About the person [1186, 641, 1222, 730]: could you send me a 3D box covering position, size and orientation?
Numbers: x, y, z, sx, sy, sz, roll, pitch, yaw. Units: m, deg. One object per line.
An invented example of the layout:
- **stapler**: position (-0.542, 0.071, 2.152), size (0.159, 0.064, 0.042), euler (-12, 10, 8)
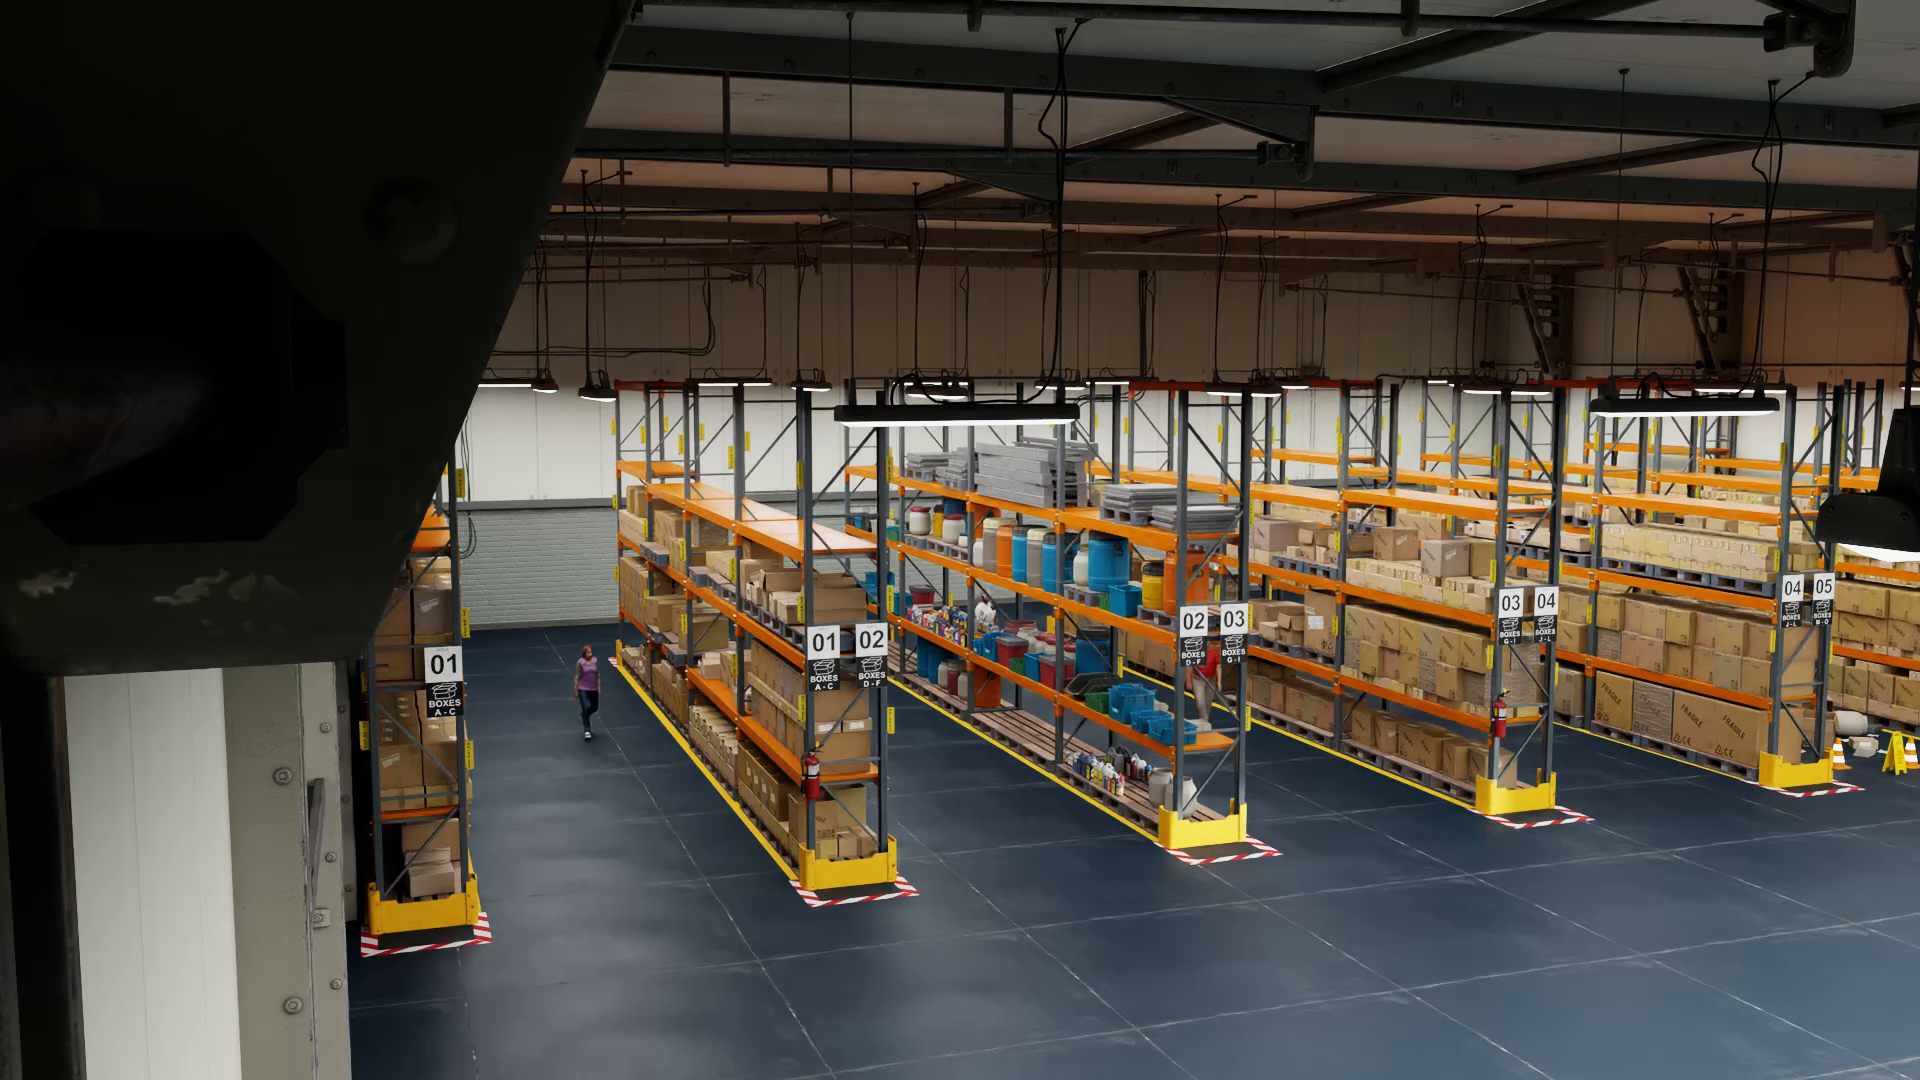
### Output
- **person**: position (4.199, 2.483, 28.436), size (0.561, 1.742, 0.820), euler (-1, 6, -10)

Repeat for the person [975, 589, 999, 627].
- **person**: position (0.532, 1.749, 33.894), size (1.033, 1.503, 0.457), euler (6, 8, 45)

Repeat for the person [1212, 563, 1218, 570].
- **person**: position (6.403, 1.167, 40.964), size (0.612, 1.639, 0.494), euler (-2, 6, -19)

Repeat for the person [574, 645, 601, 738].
- **person**: position (-6.370, 2.552, 28.416), size (0.454, 1.544, 0.841), euler (-4, 7, -33)
